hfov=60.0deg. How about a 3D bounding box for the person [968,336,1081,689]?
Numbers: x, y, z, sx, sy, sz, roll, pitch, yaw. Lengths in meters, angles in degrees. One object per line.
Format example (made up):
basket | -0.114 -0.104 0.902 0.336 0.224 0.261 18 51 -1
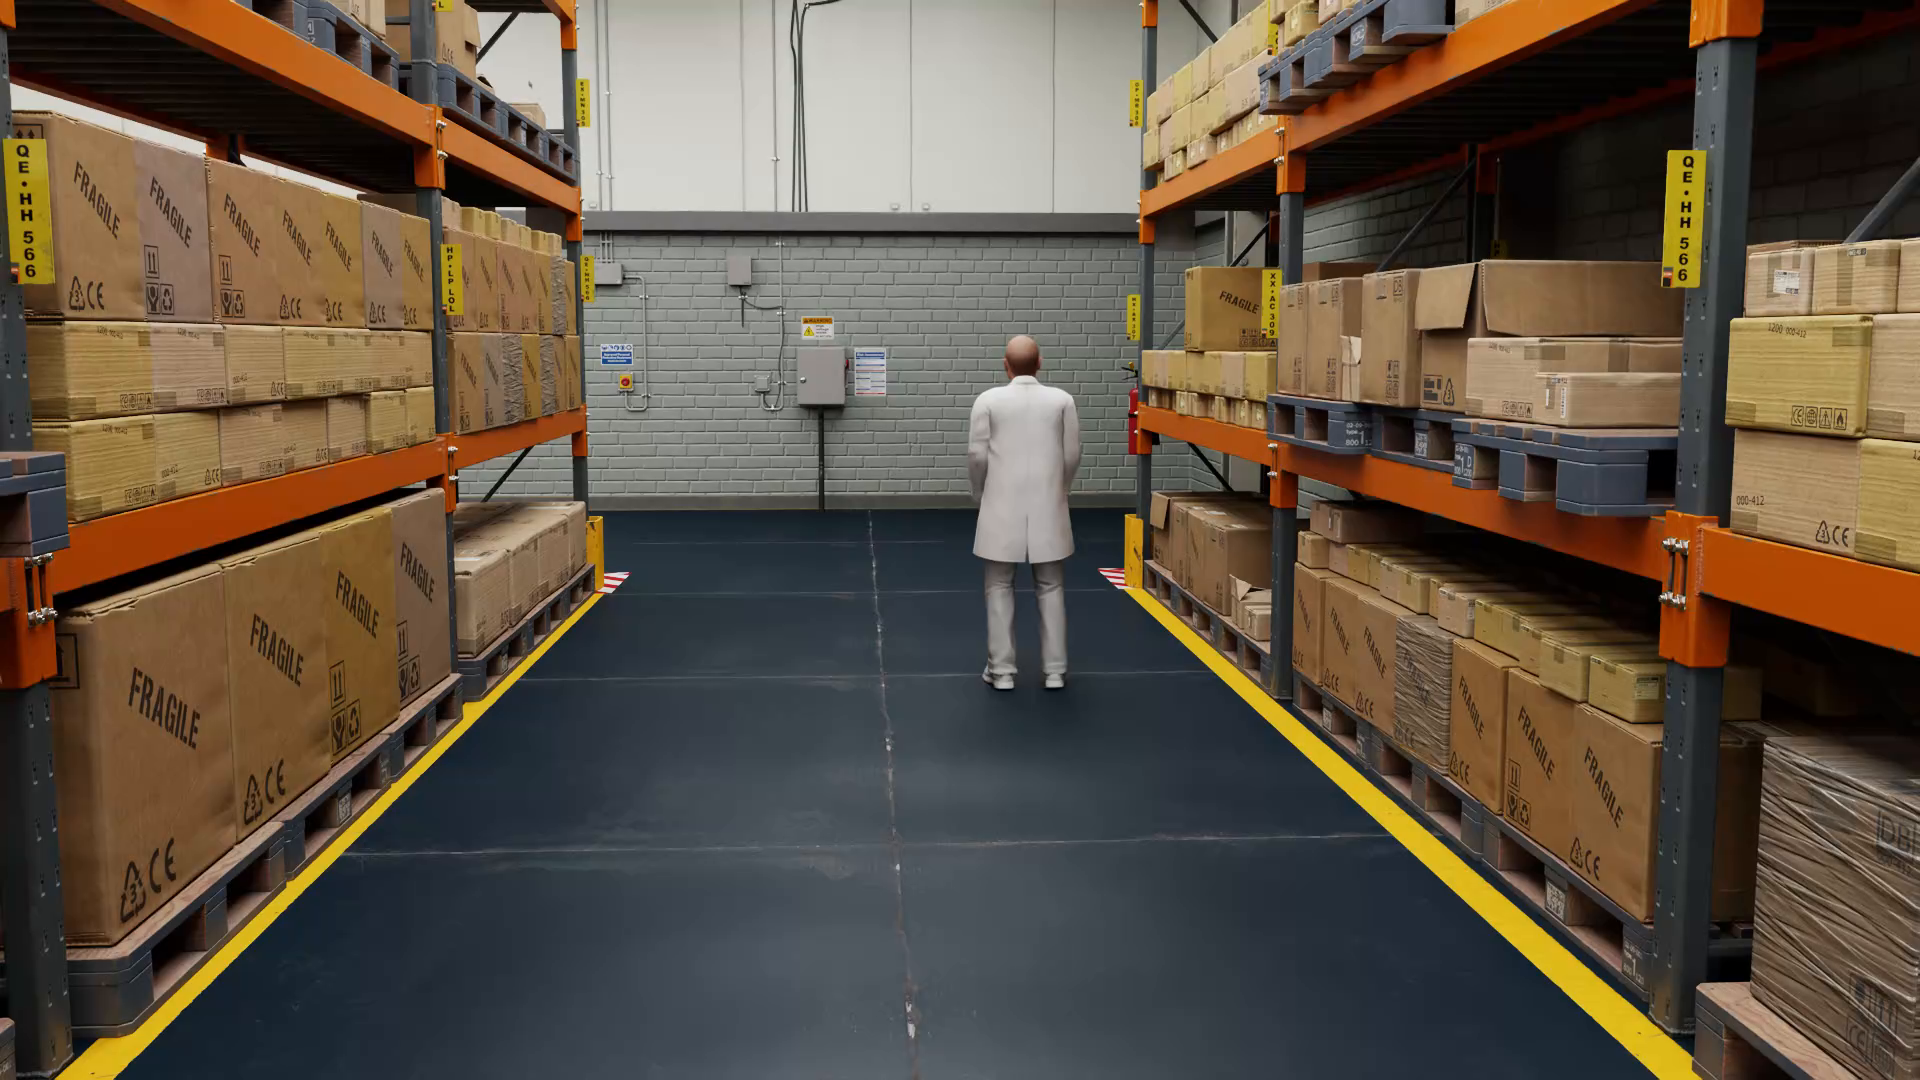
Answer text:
person | 0.319 -0.143 8.483 0.577 1.782 0.455 -1 7 -5
